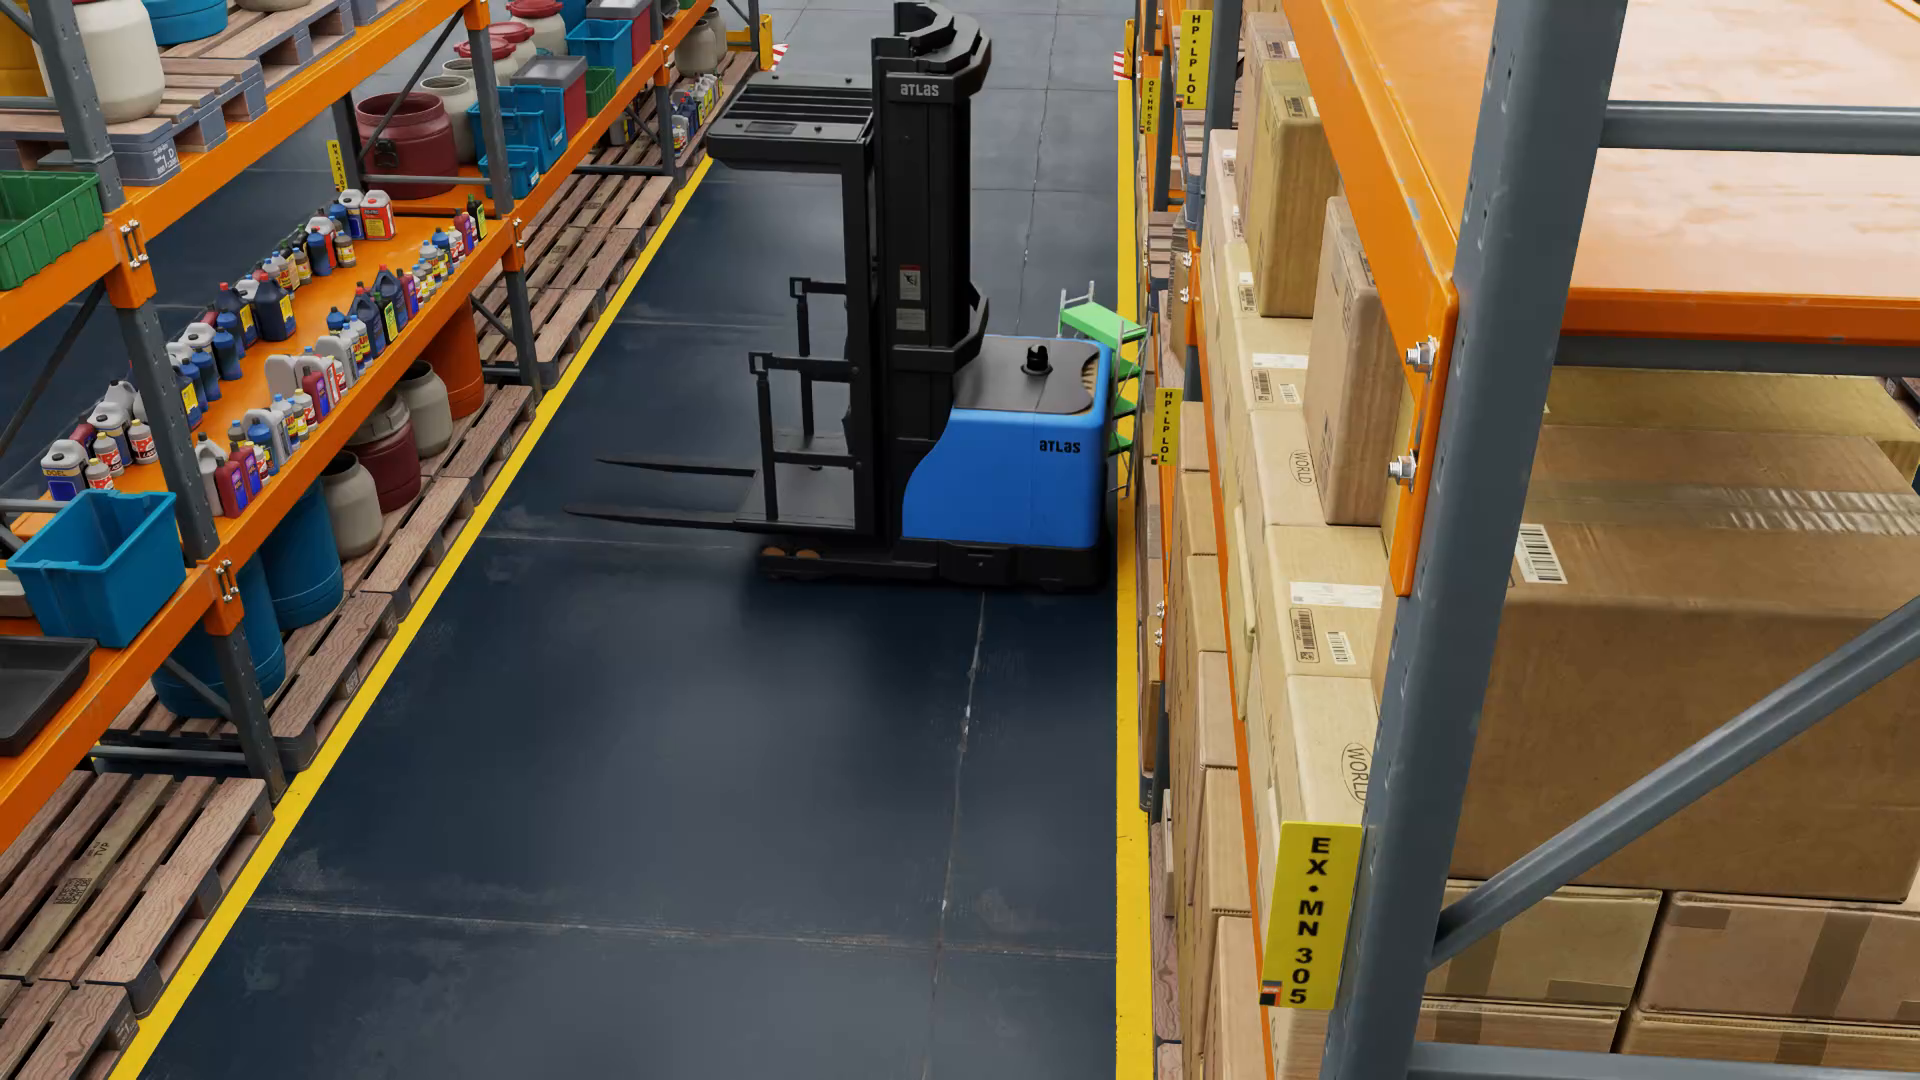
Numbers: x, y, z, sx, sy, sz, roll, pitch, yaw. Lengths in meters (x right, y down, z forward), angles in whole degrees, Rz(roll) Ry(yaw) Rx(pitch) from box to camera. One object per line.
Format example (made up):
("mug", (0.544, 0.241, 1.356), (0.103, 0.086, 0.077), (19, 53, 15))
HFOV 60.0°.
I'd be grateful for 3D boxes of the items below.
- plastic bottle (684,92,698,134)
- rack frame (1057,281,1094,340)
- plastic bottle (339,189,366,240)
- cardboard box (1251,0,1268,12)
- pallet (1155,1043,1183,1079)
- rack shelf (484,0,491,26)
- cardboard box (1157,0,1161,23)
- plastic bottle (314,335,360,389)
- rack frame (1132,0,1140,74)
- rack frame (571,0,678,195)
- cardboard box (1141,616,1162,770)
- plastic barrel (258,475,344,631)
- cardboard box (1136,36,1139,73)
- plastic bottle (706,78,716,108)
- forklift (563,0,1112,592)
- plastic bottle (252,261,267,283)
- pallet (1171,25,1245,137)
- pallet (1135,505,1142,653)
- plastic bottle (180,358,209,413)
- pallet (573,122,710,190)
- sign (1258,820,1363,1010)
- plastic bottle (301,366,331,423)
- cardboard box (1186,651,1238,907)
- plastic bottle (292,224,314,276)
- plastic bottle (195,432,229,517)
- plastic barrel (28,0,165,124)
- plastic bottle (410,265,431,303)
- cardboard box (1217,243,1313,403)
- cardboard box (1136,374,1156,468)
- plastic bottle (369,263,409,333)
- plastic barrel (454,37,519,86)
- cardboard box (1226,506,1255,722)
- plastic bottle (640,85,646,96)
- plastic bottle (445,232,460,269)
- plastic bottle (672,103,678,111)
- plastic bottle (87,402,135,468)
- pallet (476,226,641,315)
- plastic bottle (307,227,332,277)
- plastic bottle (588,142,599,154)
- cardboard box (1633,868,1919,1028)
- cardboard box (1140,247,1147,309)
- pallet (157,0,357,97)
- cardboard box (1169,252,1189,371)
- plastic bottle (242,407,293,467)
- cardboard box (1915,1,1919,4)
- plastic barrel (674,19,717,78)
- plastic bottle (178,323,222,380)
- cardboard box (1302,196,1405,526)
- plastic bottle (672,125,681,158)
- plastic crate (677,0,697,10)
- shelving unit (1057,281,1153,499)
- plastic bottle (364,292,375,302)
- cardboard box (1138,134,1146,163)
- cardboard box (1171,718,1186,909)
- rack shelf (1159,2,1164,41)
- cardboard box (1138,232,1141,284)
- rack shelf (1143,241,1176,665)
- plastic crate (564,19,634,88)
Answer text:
("plastic bottle", (-2.459, -3.869, 15.055), (0.144, 0.351, 0.185), (1, 32, 2))
("rack frame", (0.643, -0.951, 9.869), (0.240, 1.200, 0.015), (-20, 39, -34))
("plastic bottle", (-3.637, -1.950, 9.953), (0.152, 0.276, 0.135), (2, 32, 4))
("cardboard box", (1.478, -2.061, 6.566), (0.600, 0.600, 0.600), (2, 32, 3))
("pallet", (1.178, 2.276, 5.636), (1.003, 0.211, 1.213), (2, 32, 4))
("rack shelf", (-3.117, -4.231, 11.364), (1.077, 0.370, 4.000), (2, 32, 4))
("cardboard box", (2.049, -4.644, 14.111), (0.700, 0.500, 0.500), (2, 32, 3))
("plastic bottle", (-3.093, -0.902, 8.253), (0.152, 0.276, 0.135), (2, 32, 4))
("rack frame", (2.308, -6.185, 16.707), (1.000, 3.000, 0.127), (2, 32, 4))
("rack frame", (-2.954, -4.307, 13.659), (1.000, 3.000, 0.127), (2, 32, 4))
("cardboard box", (1.086, 0.697, 7.504), (0.500, 0.500, 0.500), (2, 32, 4))
("plastic barrel", (-3.486, -0.063, 8.373), (0.600, 0.901, 0.708), (2, 32, 4))
("cardboard box", (2.043, -4.922, 16.878), (0.500, 0.250, 0.500), (2, 32, 4))
("plastic bottle", (-2.400, -4.244, 15.734), (0.152, 0.276, 0.135), (2, 32, 3))
("forklift", (-0.695, -1.296, 8.840), (3.031, 2.935, 1.130), (4, 32, 6))
("plastic bottle", (-3.776, -1.351, 8.974), (0.061, 0.283, 0.133), (2, 32, 4))
("pallet", (1.536, -1.987, 7.216), (1.213, 0.211, 1.003), (2, 32, 4))
("pallet", (1.457, 0.211, 8.987), (1.003, 0.211, 1.213), (2, 32, 4))
("plastic bottle", (-3.699, -0.748, 8.007), (0.097, 0.271, 0.097), (0, 32, 0))
("pallet", (-2.858, -3.469, 14.958), (1.003, 0.211, 1.213), (2, 32, 4))
("sign", (0.454, 0.494, 2.167), (0.100, 0.325, 0.005), (2, 32, 4))
("plastic bottle", (-3.078, -0.712, 7.937), (0.061, 0.283, 0.133), (2, 32, 4))
("cardboard box", (0.888, 0.665, 4.544), (0.500, 0.500, 0.500), (3, 32, 6))
("plastic bottle", (-3.731, -1.643, 9.448), (0.061, 0.283, 0.133), (2, 32, 4))
("plastic bottle", (-3.250, -0.294, 7.195), (0.144, 0.351, 0.185), (2, 32, 4))
("plastic barrel", (-3.312, -1.901, 6.368), (0.433, 0.535, 0.433), (0, 32, 0))
("plastic bottle", (-2.981, -1.415, 9.157), (0.097, 0.201, 0.097), (0, 32, 0))
("cardboard box", (0.953, -0.570, 4.403), (0.500, 0.250, 0.500), (2, 32, 4))
("cardboard box", (1.298, -0.625, 9.648), (0.500, 0.500, 0.500), (1, 32, 2))
("plastic bottle", (-3.035, -1.285, 8.803), (0.144, 0.351, 0.185), (2, 32, 4))
("plastic barrel", (-3.345, -3.264, 11.837), (0.433, 0.535, 0.433), (0, 32, 0))
("cardboard box", (0.864, 0.166, 3.686), (0.500, 0.250, 0.500), (2, 32, 4))
("plastic bottle", (-3.095, -4.405, 16.067), (0.097, 0.201, 0.097), (0, 32, 0))
("plastic bottle", (-2.941, -1.669, 9.570), (0.097, 0.201, 0.097), (0, 32, 0))
("plastic bottle", (-2.583, -3.818, 15.047), (0.097, 0.271, 0.097), (0, 32, 0))
("plastic bottle", (-3.865, -0.481, 7.571), (0.152, 0.276, 0.135), (2, 32, 4))
("pallet", (-3.076, -2.067, 12.684), (1.003, 0.211, 1.213), (2, 32, 4))
("plastic bottle", (-3.651, -1.644, 9.461), (0.097, 0.271, 0.097), (0, 32, 0))
("plastic bottle", (-3.235, -3.506, 14.607), (0.097, 0.201, 0.097), (0, 32, 0))
("cardboard box", (1.307, 0.498, 2.670), (0.500, 0.250, 0.500), (2, 32, 4))
("cardboard box", (1.490, -1.805, 11.286), (0.500, 0.311, 0.500), (2, 32, 3))
("pallet", (-3.549, -2.327, 7.768), (1.003, 0.211, 1.213), (2, 32, 4))
("cardboard box", (1.414, -1.058, 7.892), (0.700, 0.500, 0.500), (-5, 32, -9))
("plastic bottle", (-3.158, -0.488, 7.581), (0.152, 0.276, 0.135), (2, 32, 4))
("cardboard box", (6.792, -3.557, 11.928), (0.700, 0.500, 0.500), (6, 32, 9))
("plastic barrel", (-2.646, -4.908, 16.607), (0.421, 0.512, 0.421), (0, 32, 0))
("plastic bottle", (-3.795, -0.937, 8.309), (0.152, 0.276, 0.135), (2, 32, 4))
("cardboard box", (1.090, -0.357, 3.342), (0.700, 0.500, 0.500), (2, 32, 4))
("plastic bottle", (-2.491, -3.480, 14.500), (0.097, 0.271, 0.097), (0, 32, 0))
("plastic crate", (-2.562, -4.914, 14.847), (0.450, 0.188, 0.662), (2, 32, 4))
("shelving unit", (0.795, -0.843, 9.712), (0.258, 1.200, 0.503), (-20, 39, -34))
("plastic bottle", (-3.067, -1.174, 8.687), (0.061, 0.283, 0.133), (2, 32, 4))
("cardboard box", (1.701, -3.134, 13.443), (0.500, 0.311, 0.500), (3, 32, 4))
("cardboard box", (0.937, 0.832, 5.226), (0.500, 0.500, 0.500), (2, 32, 4))
("rack shelf", (1.820, -4.018, 11.018), (1.077, 0.370, 4.000), (2, 32, 4))
("cardboard box", (1.578, -2.097, 12.294), (0.500, 0.250, 0.500), (3, 32, 5))
("rack shelf", (1.494, -0.649, 8.410), (1.077, 0.370, 4.000), (2, 32, 4))
("plastic crate", (-2.734, -3.710, 12.706), (0.392, 0.384, 0.575), (2, 32, 4))
